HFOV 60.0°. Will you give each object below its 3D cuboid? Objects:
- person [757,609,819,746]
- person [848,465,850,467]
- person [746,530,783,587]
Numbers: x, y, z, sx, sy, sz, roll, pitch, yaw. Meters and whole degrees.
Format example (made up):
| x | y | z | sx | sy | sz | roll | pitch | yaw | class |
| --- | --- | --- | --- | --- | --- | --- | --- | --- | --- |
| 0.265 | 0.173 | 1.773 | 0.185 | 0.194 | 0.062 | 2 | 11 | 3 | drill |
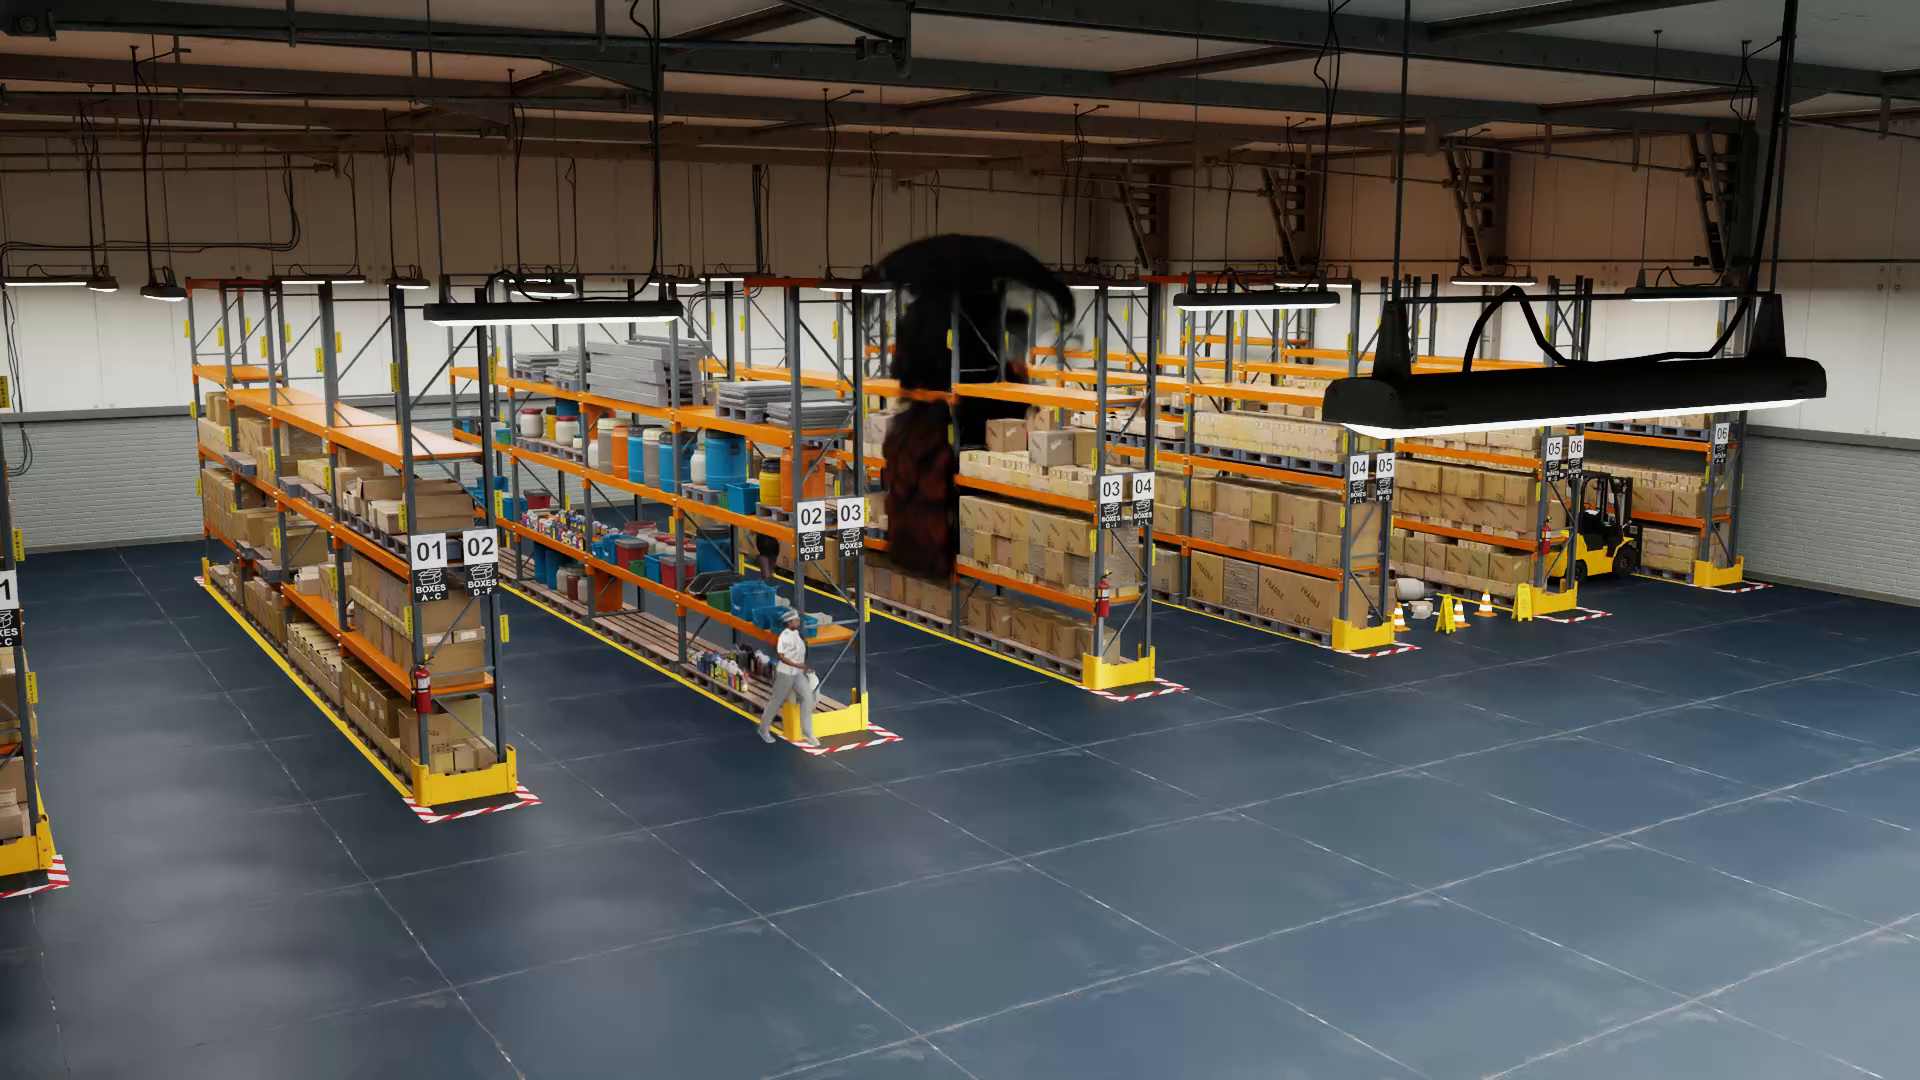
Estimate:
| x | y | z | sx | sy | sz | roll | pitch | yaw | class |
| --- | --- | --- | --- | --- | --- | --- | --- | --- | --- |
| -2.143 | 1.729 | 21.190 | 0.822 | 1.721 | 0.626 | 3 | 10 | 19 | person |
| -2.645 | -0.941 | 38.735 | 0.640 | 1.659 | 0.898 | -3 | 10 | -18 | person |
| -3.381 | 0.324 | 29.275 | 0.648 | 1.813 | 0.681 | -8 | 12 | -39 | person |
